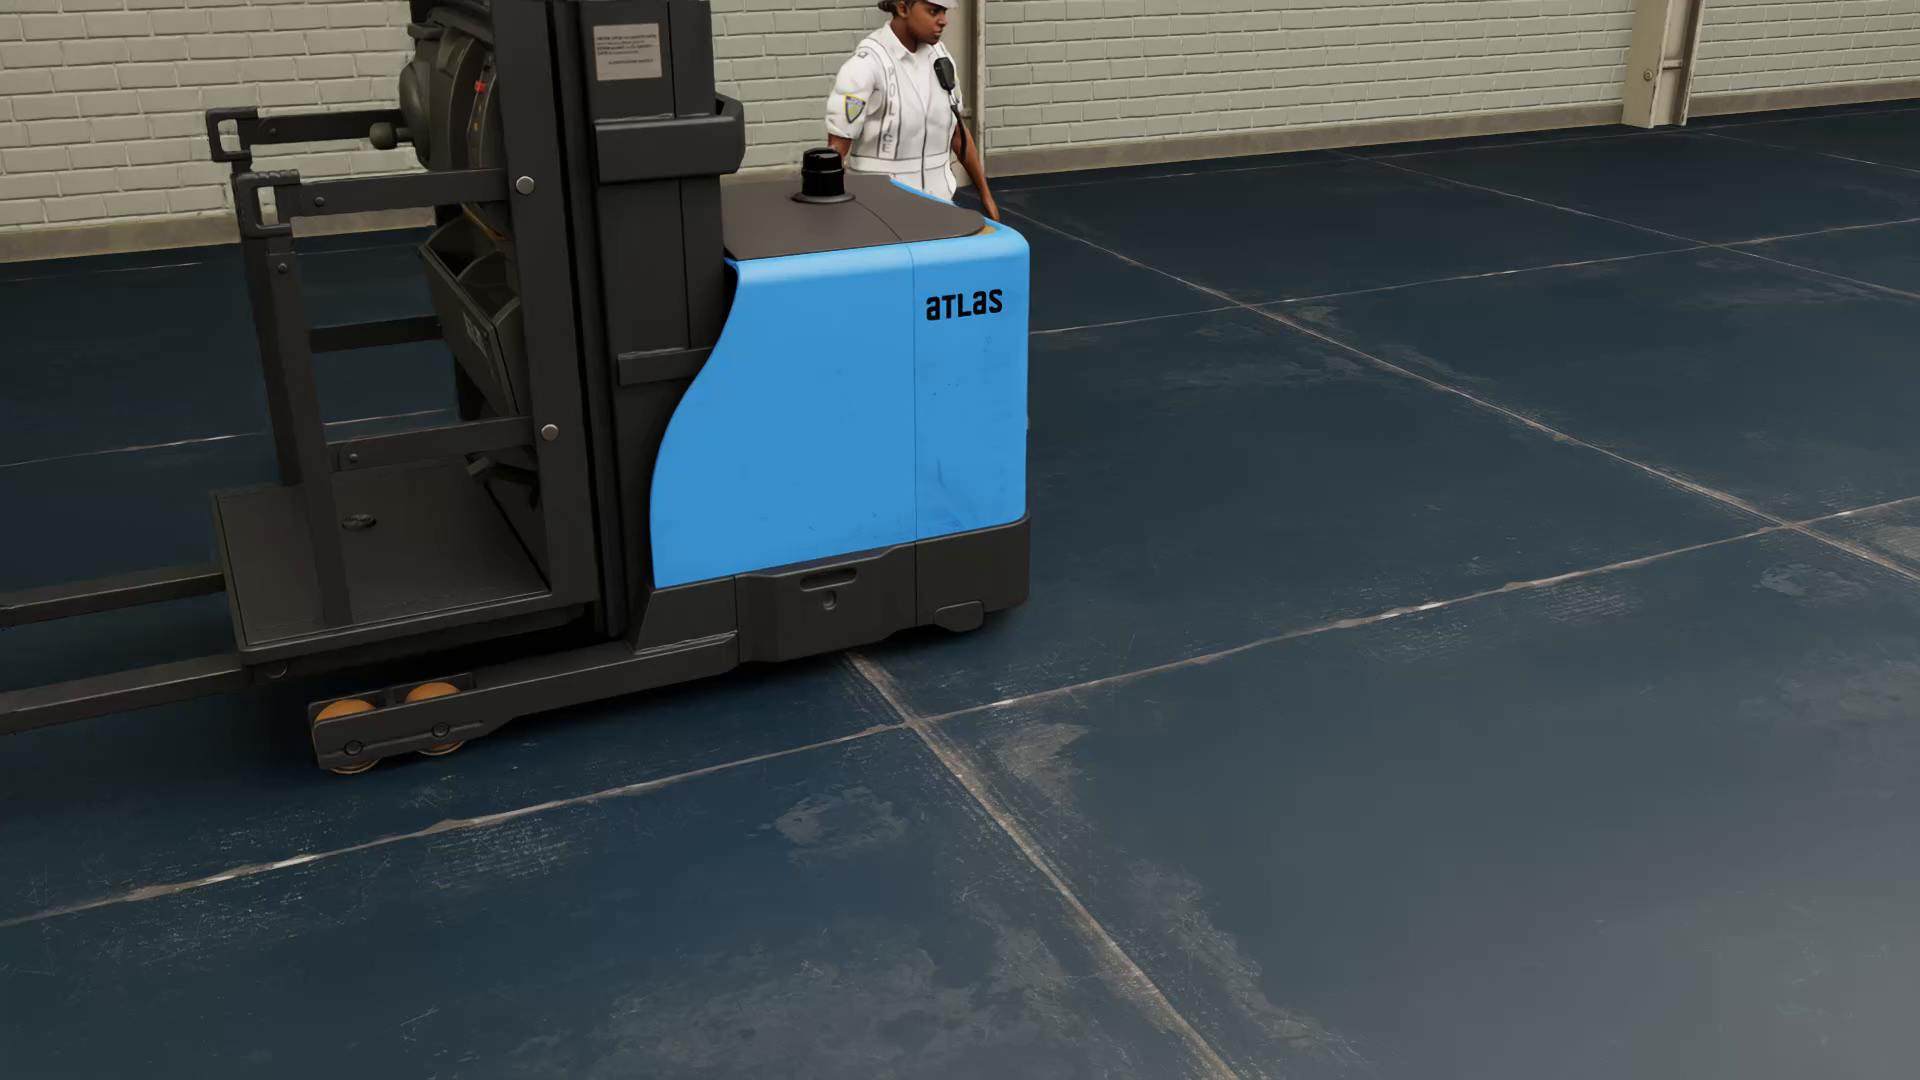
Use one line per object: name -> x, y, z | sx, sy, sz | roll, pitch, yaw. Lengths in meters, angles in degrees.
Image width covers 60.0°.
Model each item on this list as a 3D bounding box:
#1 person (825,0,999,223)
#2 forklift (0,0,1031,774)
person -> -0.154, -1.107, 5.650 | 0.741, 1.635, 0.379 | -19, 29, -38
forklift -> -1.366, -1.048, 3.809 | 3.031, 2.935, 1.130 | -11, 25, -24
